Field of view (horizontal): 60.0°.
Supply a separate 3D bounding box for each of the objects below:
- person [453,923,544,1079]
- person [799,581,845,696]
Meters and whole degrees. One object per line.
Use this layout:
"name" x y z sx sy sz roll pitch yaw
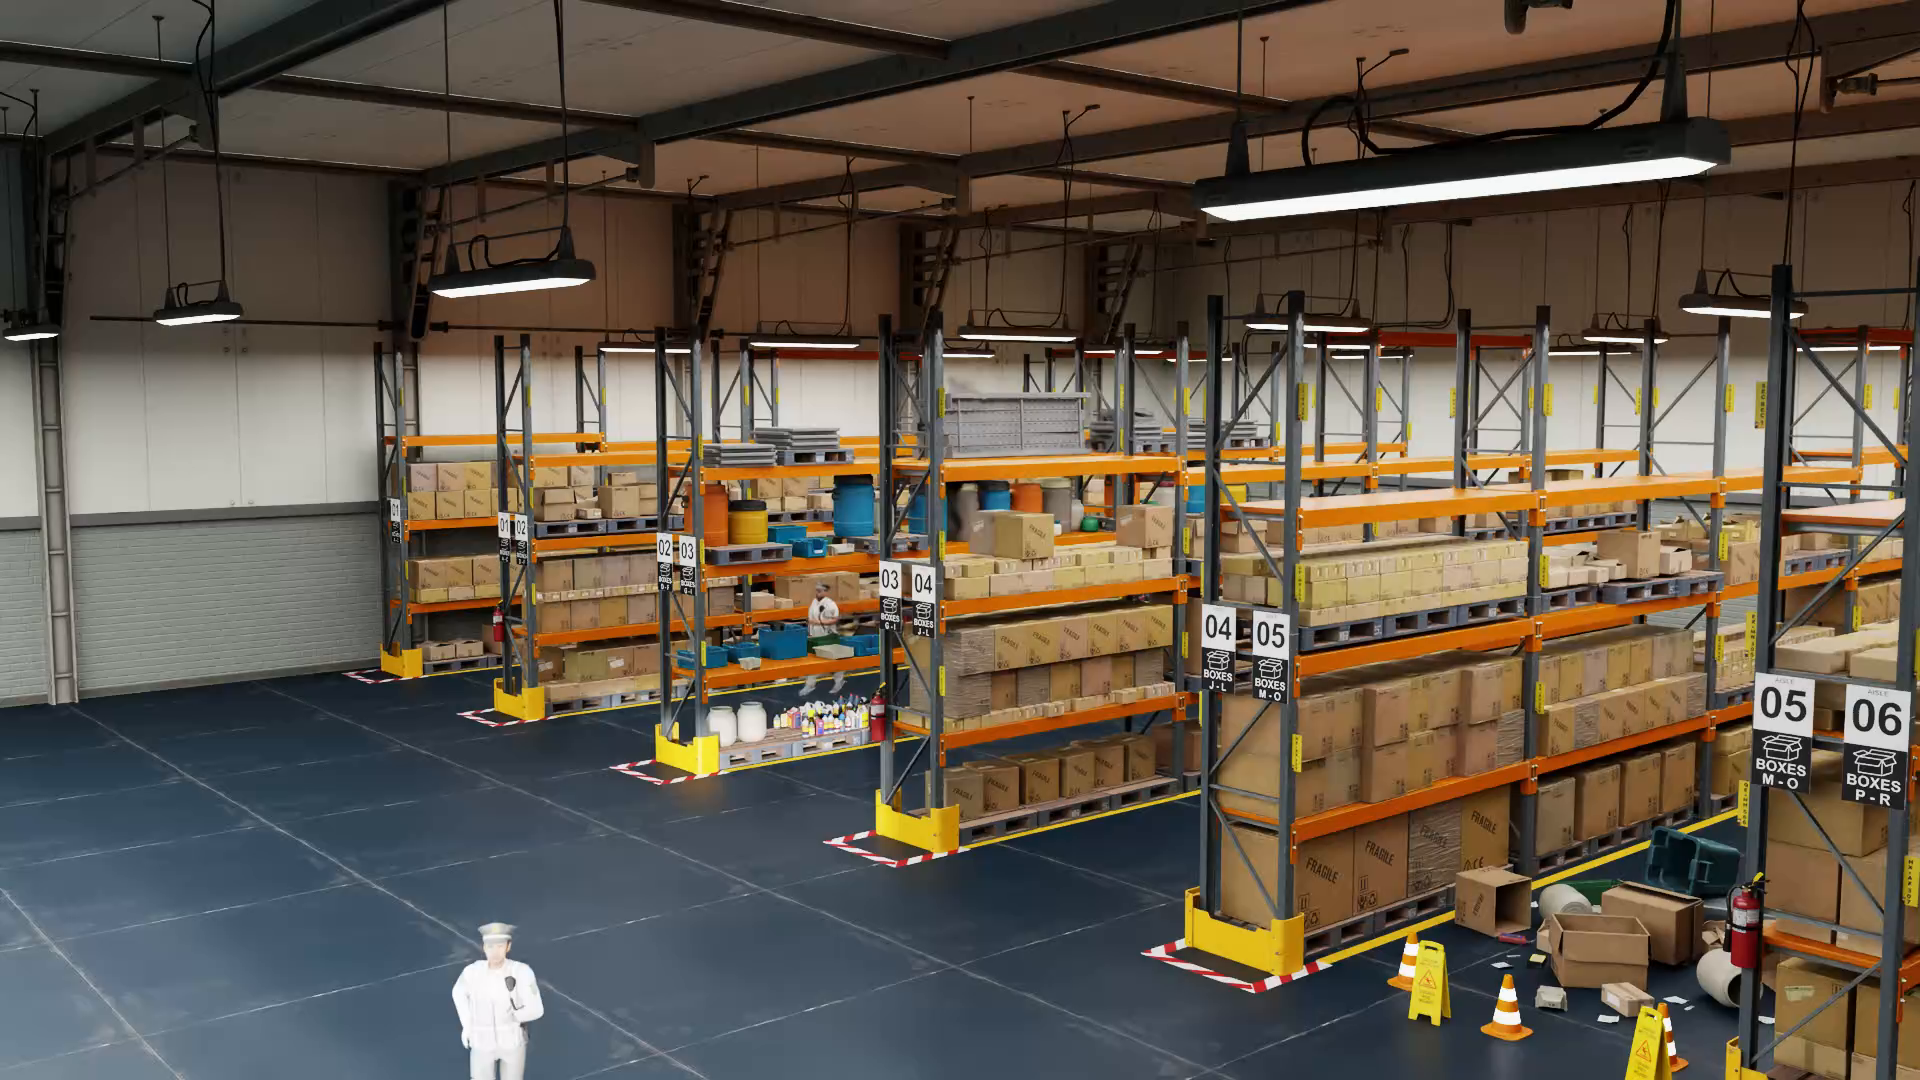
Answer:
"person" -3.010 3.337 10.839 0.593 1.752 0.709 -1 5 -11
"person" -2.203 1.556 26.523 0.665 1.816 0.826 4 7 39
